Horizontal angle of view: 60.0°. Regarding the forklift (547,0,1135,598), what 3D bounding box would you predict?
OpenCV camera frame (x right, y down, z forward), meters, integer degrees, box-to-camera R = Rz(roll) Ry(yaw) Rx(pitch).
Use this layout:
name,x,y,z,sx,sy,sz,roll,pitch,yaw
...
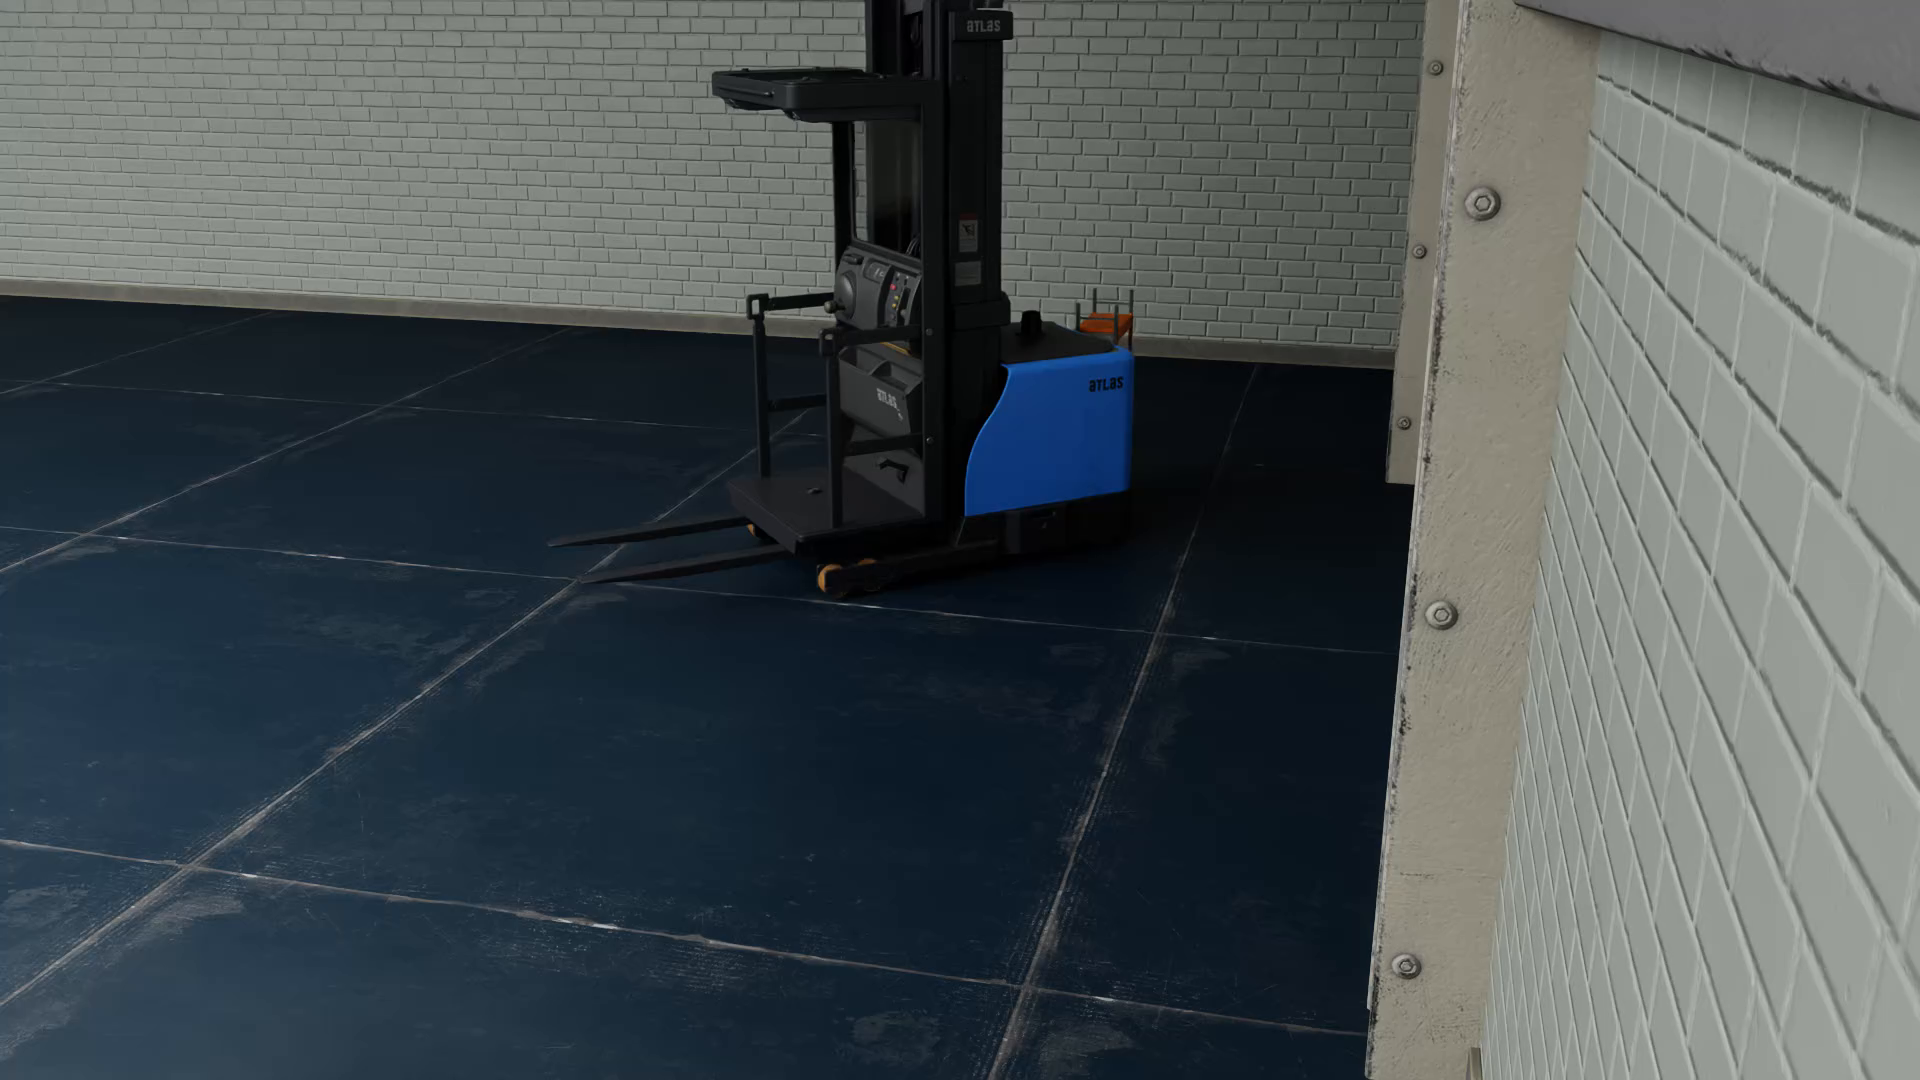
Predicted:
name,x,y,z,sx,sy,sz,roll,pitch,yaw
forklift,-0.605,-1.292,8.436,3.031,2.935,1.130,-9,21,-26

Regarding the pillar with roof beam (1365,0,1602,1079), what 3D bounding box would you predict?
name,x,y,z,sx,sy,sz,roll,pitch,yaw
pillar with roof beam,-2.827,-3.122,4.406,9.100,9.000,0.400,5,19,13

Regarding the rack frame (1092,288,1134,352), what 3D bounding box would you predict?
name,x,y,z,sx,sy,sz,roll,pitch,yaw
rack frame,0.904,-0.912,10.003,0.240,1.200,0.015,5,20,15

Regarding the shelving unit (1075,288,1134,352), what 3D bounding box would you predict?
name,x,y,z,sx,sy,sz,roll,pitch,yaw
shelving unit,0.839,-0.836,9.780,0.258,1.200,0.503,5,20,15

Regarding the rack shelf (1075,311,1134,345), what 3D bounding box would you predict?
name,x,y,z,sx,sy,sz,roll,pitch,yaw
rack shelf,0.839,-1.208,9.653,0.258,0.148,0.480,5,20,15

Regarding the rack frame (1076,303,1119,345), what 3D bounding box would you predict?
name,x,y,z,sx,sy,sz,roll,pitch,yaw
rack frame,0.774,-0.760,9.558,0.240,1.200,0.015,5,20,15

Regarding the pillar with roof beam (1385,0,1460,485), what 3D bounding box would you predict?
name,x,y,z,sx,sy,sz,roll,pitch,yaw
pillar with roof beam,-1.361,-5.003,9.911,9.100,9.000,0.400,5,19,13
